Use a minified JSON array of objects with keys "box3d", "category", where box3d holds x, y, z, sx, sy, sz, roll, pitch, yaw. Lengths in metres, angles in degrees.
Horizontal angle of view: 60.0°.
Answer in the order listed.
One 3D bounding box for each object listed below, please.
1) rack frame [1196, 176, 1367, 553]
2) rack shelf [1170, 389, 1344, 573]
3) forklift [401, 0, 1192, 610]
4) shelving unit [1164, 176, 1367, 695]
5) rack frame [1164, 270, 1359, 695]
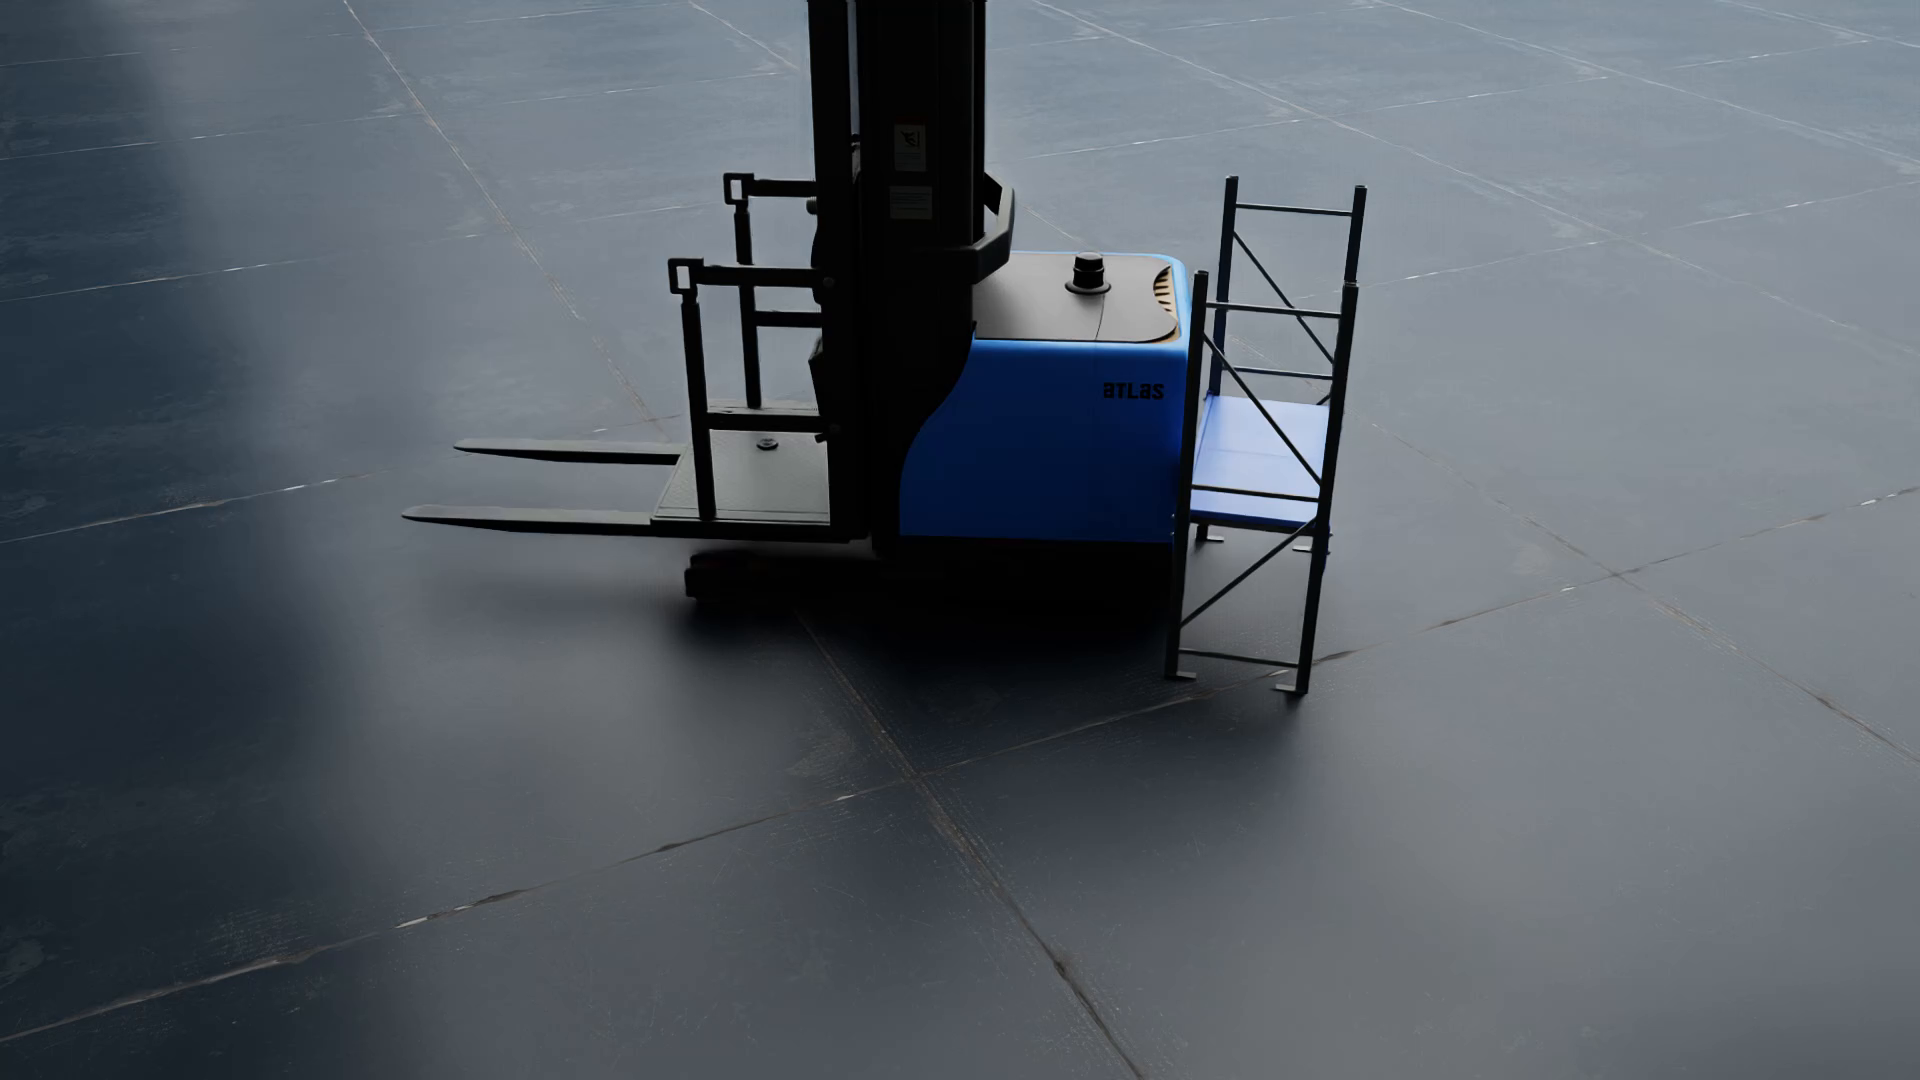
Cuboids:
[{"box3d":[1.208,-0.635,6.347,0.500,1.500,0.032,7,30,12],"category":"rack frame"},{"box3d":[1.089,-0.236,6.004,0.538,0.185,1.000,7,30,12],"category":"rack shelf"},{"box3d":[-0.640,-1.289,6.052,3.031,2.935,1.130,2,29,3],"category":"forklift"},{"box3d":[1.090,-0.393,5.916,0.538,1.500,1.048,7,30,12],"category":"shelving unit"},{"box3d":[0.971,-0.151,5.485,0.500,1.500,0.032,7,30,12],"category":"rack frame"}]
